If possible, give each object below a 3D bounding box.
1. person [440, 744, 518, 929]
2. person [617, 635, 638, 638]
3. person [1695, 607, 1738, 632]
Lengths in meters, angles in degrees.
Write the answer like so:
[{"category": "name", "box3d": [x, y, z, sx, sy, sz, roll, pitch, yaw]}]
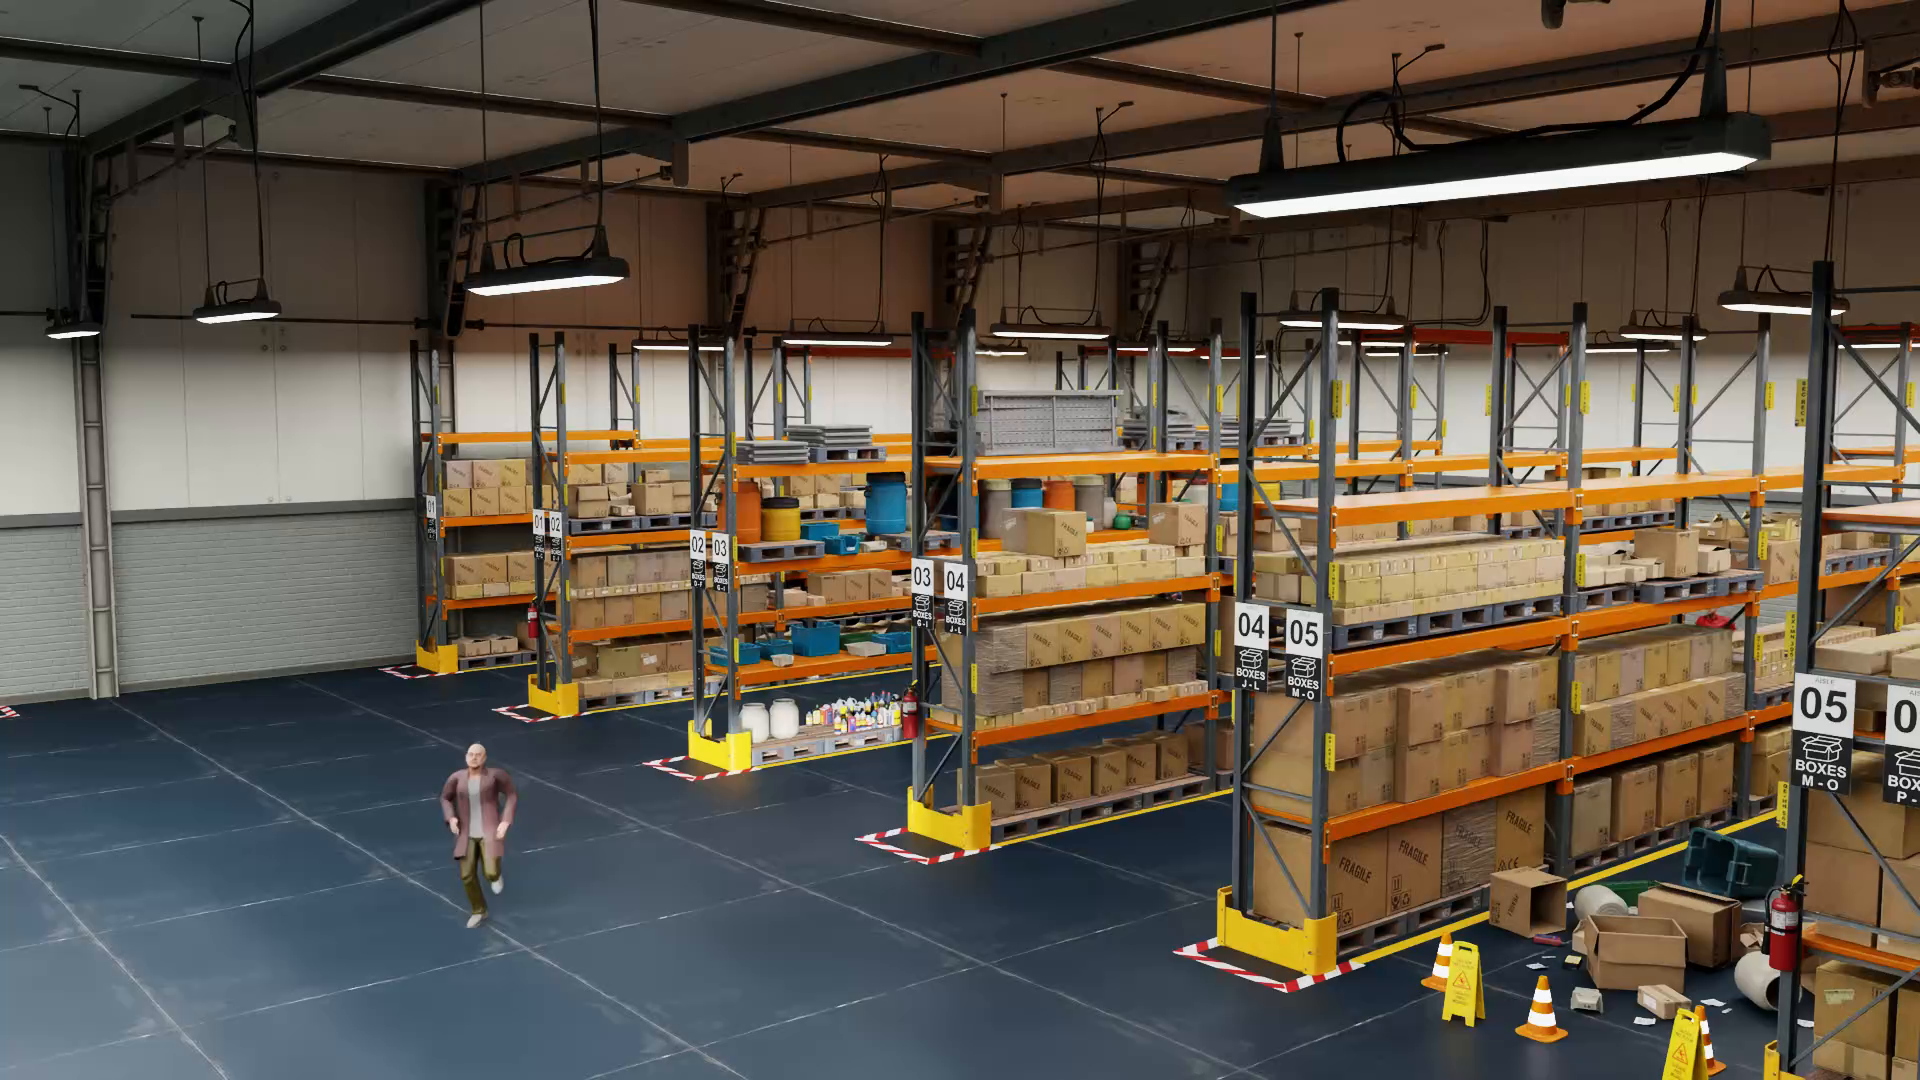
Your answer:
[{"category": "person", "box3d": [-4.663, 2.824, 16.119, 0.742, 1.733, 0.714, -1, 5, -8]}, {"category": "person", "box3d": [-5.923, 1.563, 29.905, 0.638, 1.689, 0.800, 4, 6, 35]}, {"category": "person", "box3d": [12.315, 1.836, 27.150, 0.711, 1.687, 0.661, 5, 7, 41]}]
